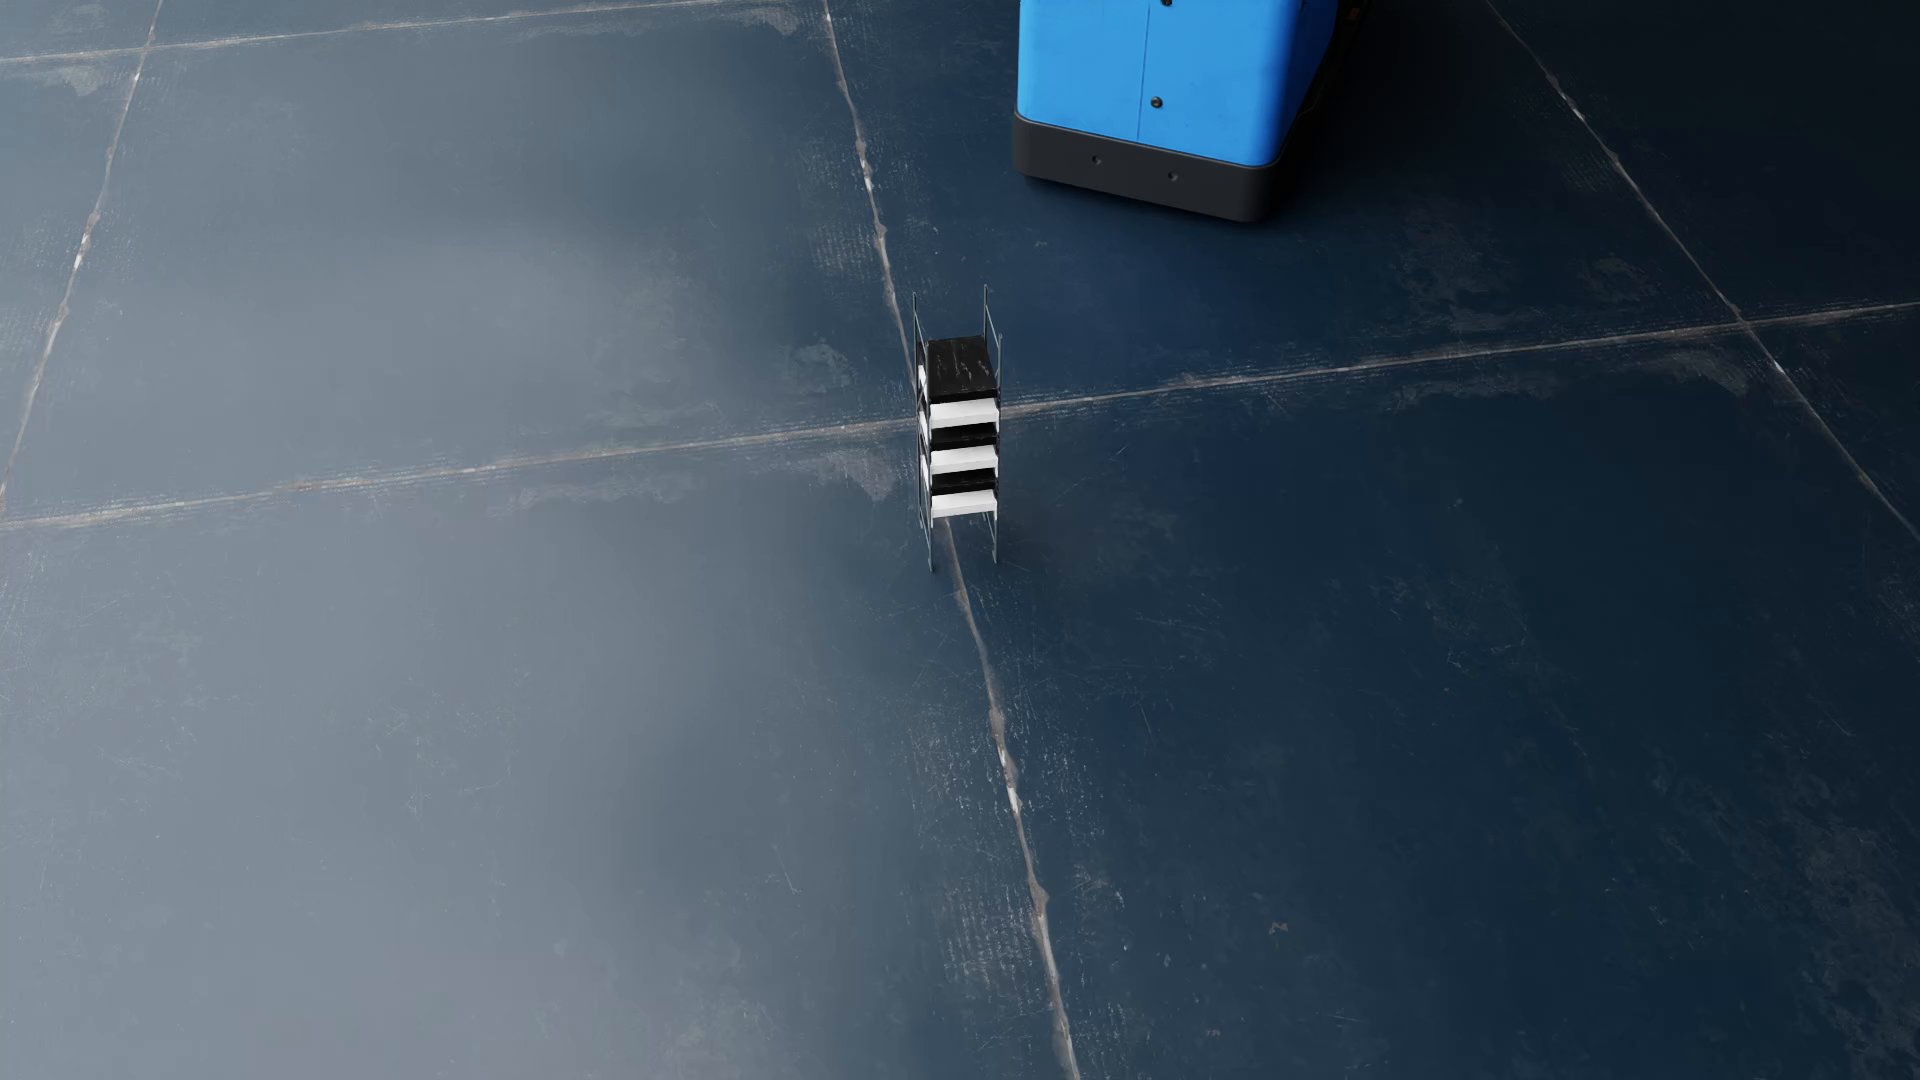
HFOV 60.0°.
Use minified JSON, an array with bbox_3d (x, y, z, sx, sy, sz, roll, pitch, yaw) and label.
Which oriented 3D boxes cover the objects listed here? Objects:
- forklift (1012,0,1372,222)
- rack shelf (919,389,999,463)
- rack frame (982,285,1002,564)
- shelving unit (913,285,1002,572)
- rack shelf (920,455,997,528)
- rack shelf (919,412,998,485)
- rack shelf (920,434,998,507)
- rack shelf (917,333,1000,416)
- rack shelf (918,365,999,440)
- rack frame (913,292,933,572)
[{"bbox_3d":[1.213,-3.302,6.396,1.130,2.935,3.031,16,48,15],"label":"forklift"},{"bbox_3d":[-0.008,-0.351,4.884,0.200,0.077,0.258,-7,46,-7],"label":"rack shelf"},{"bbox_3d":[0.092,-0.324,4.937,0.006,0.900,0.240,-7,46,-7],"label":"rack frame"},{"bbox_3d":[-0.008,-0.311,4.925,0.210,0.900,0.258,-7,46,-7],"label":"shelving unit"},{"bbox_3d":[-0.008,-0.163,5.079,0.200,0.077,0.258,-7,46,-7],"label":"rack shelf"},{"bbox_3d":[-0.008,-0.288,4.949,0.200,0.077,0.258,-7,46,-7],"label":"rack shelf"},{"bbox_3d":[-0.008,-0.226,5.014,0.200,0.077,0.258,-7,46,-7],"label":"rack shelf"},{"bbox_3d":[-0.008,-0.475,4.755,0.200,0.077,0.258,-7,46,-7],"label":"rack shelf"},{"bbox_3d":[-0.008,-0.413,4.819,0.200,0.077,0.258,-7,46,-7],"label":"rack shelf"},{"bbox_3d":[-0.108,-0.299,4.913,0.006,0.900,0.240,-7,46,-7],"label":"rack frame"}]
